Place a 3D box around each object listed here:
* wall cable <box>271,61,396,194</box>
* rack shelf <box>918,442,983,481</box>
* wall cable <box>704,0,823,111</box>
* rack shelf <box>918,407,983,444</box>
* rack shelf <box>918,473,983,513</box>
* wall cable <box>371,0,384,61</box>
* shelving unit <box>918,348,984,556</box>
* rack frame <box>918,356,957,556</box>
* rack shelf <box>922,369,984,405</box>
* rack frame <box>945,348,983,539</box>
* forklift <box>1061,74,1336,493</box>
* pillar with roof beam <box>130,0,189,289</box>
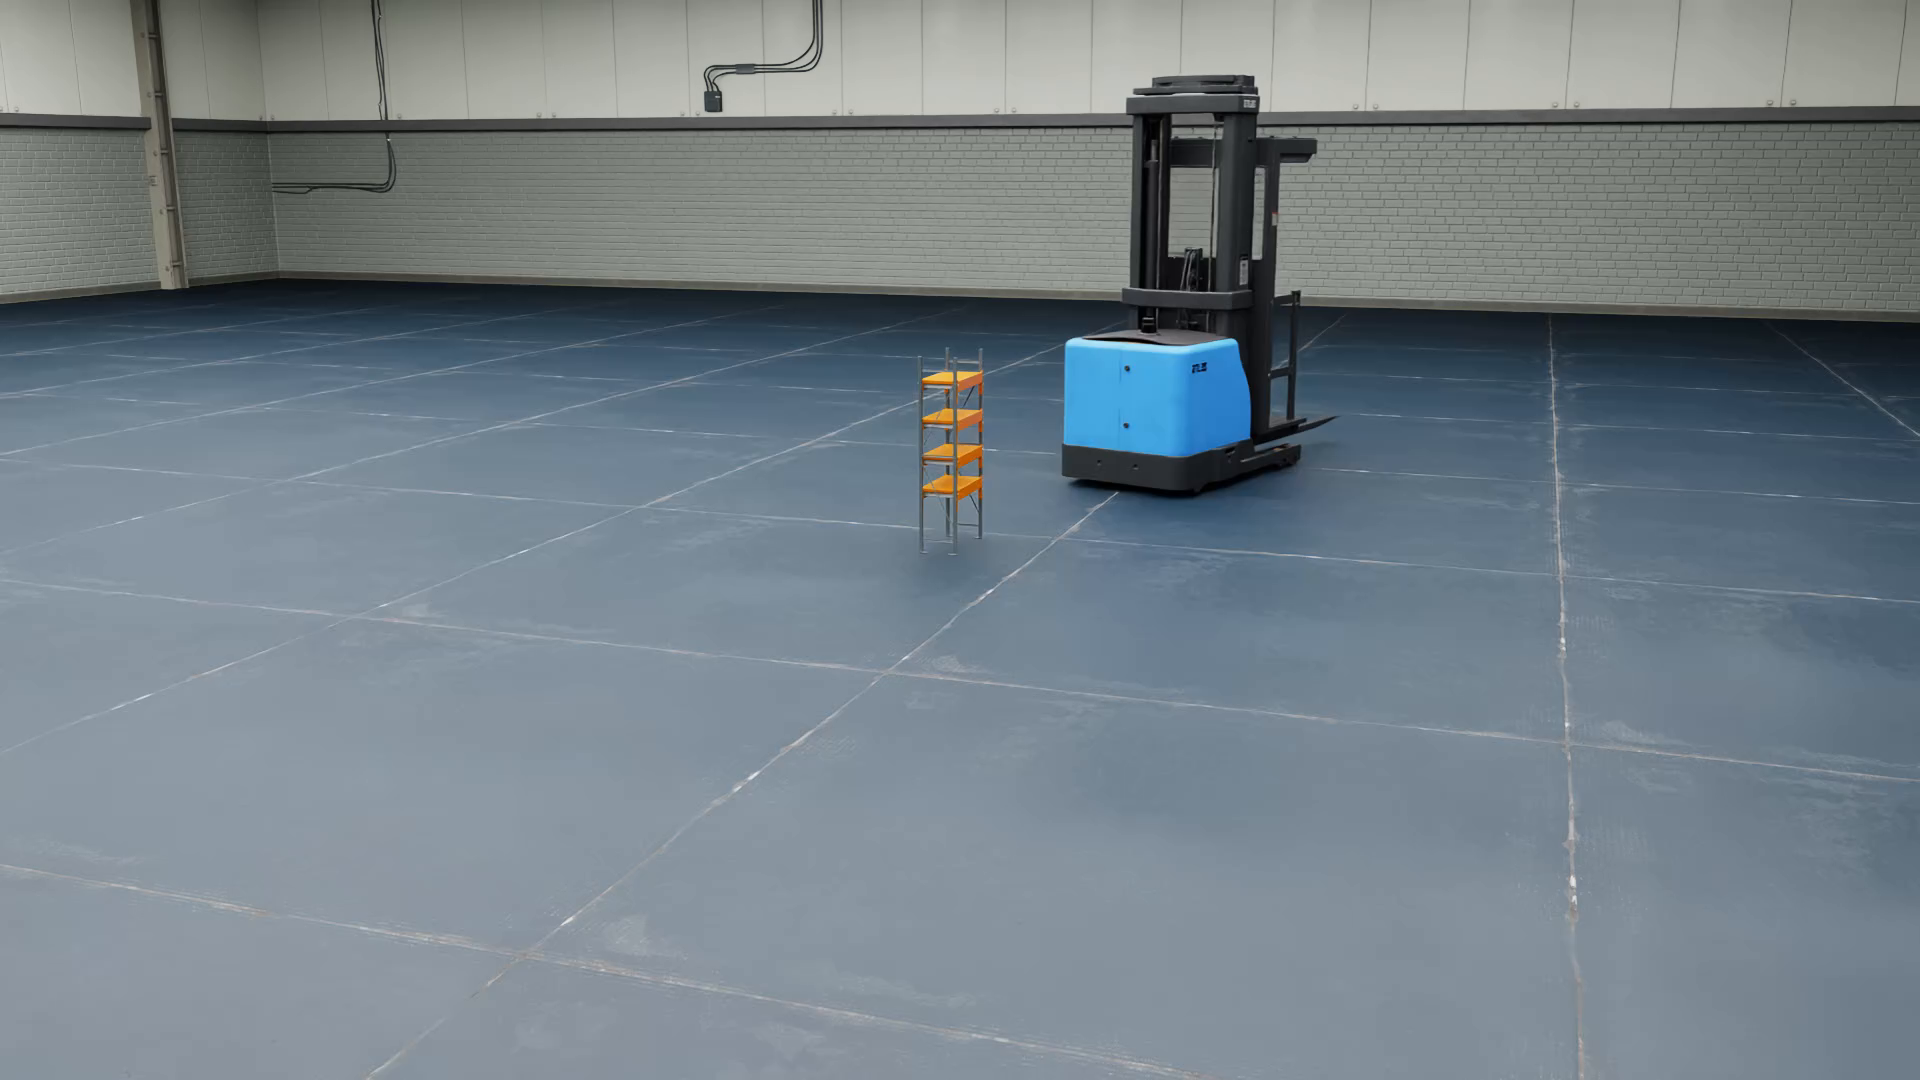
[{"bbox_3d":[-12.485,-8.103,32.743,3.097,2.526,0.112,4,14,18],"label":"wall cable"},{"bbox_3d":[-0.054,-0.485,10.217,0.258,0.148,0.480,4,14,18],"label":"rack shelf"},{"bbox_3d":[-3.507,-10.588,29.010,2.305,6.003,0.169,4,14,18],"label":"wall cable"},{"bbox_3d":[-0.054,-0.703,10.167,0.258,0.148,0.480,4,14,18],"label":"rack shelf"},{"bbox_3d":[-0.054,-0.291,10.261,0.258,0.148,0.480,4,14,18],"label":"rack shelf"},{"bbox_3d":[-9.925,-10.370,31.327,3.097,2.526,0.112,4,14,18],"label":"wall cable"},{"bbox_3d":[-0.054,-0.550,10.202,0.258,1.200,0.503,4,14,18],"label":"shelving unit"},{"bbox_3d":[-0.132,-0.499,9.977,0.240,1.200,0.015,4,14,18],"label":"rack frame"},{"bbox_3d":[-0.054,-0.933,10.114,0.258,0.148,0.480,4,14,18],"label":"rack shelf"},{"bbox_3d":[0.025,-0.601,10.427,0.240,1.200,0.015,4,14,18],"label":"rack frame"},{"bbox_3d":[2.025,-2.036,12.821,1.130,2.935,3.031,9,16,35],"label":"forklift"},{"bbox_3d":[-10.616,-8.781,28.739,9.100,9.000,0.400,4,14,18],"label":"pillar with roof beam"}]
